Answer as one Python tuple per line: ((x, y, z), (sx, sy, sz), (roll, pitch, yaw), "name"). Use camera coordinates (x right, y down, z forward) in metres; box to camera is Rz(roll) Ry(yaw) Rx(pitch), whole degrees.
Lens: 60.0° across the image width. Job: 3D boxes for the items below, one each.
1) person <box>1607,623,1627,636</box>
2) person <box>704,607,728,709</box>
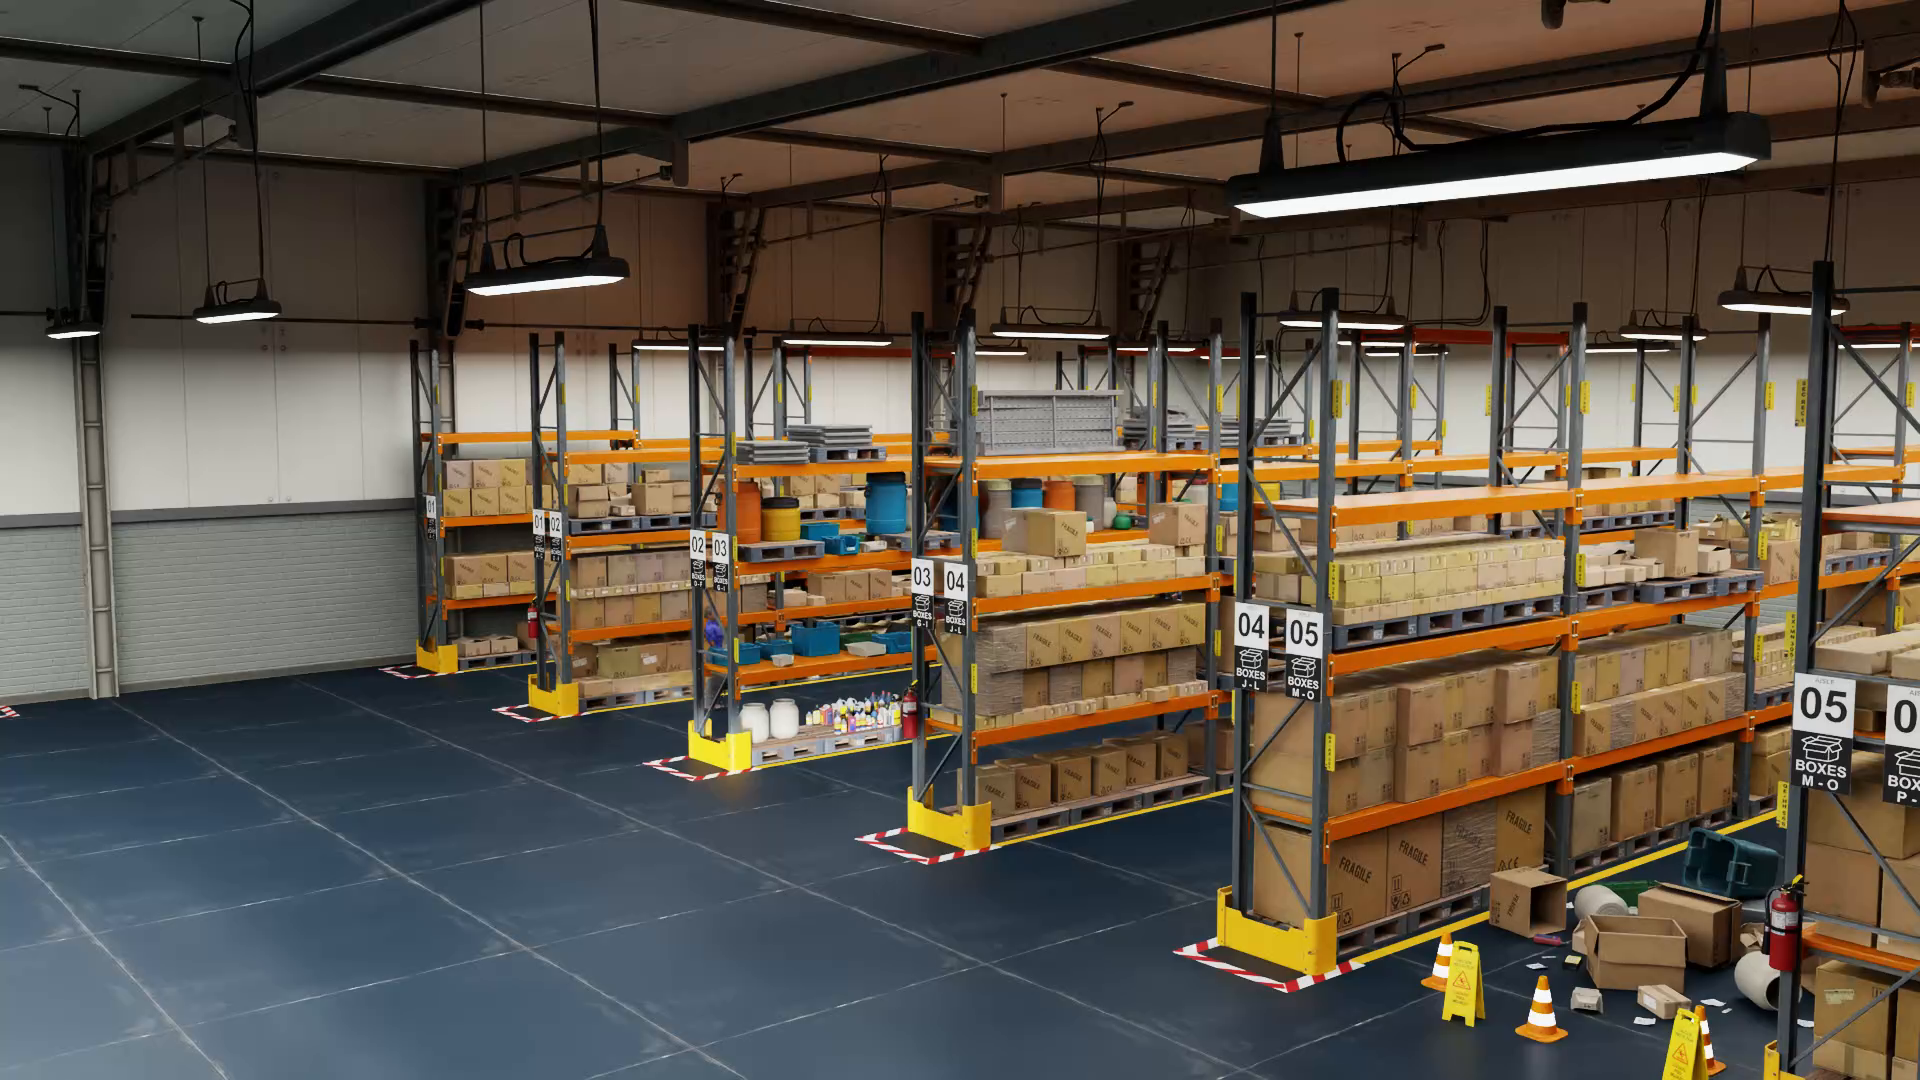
((9.949, 1.981, 25.156), (1.031, 1.726, 0.548), (-5, 7, -41), "person")
((-3.882, 1.904, 26.529), (0.461, 1.701, 0.482), (-1, 5, -7), "person")
